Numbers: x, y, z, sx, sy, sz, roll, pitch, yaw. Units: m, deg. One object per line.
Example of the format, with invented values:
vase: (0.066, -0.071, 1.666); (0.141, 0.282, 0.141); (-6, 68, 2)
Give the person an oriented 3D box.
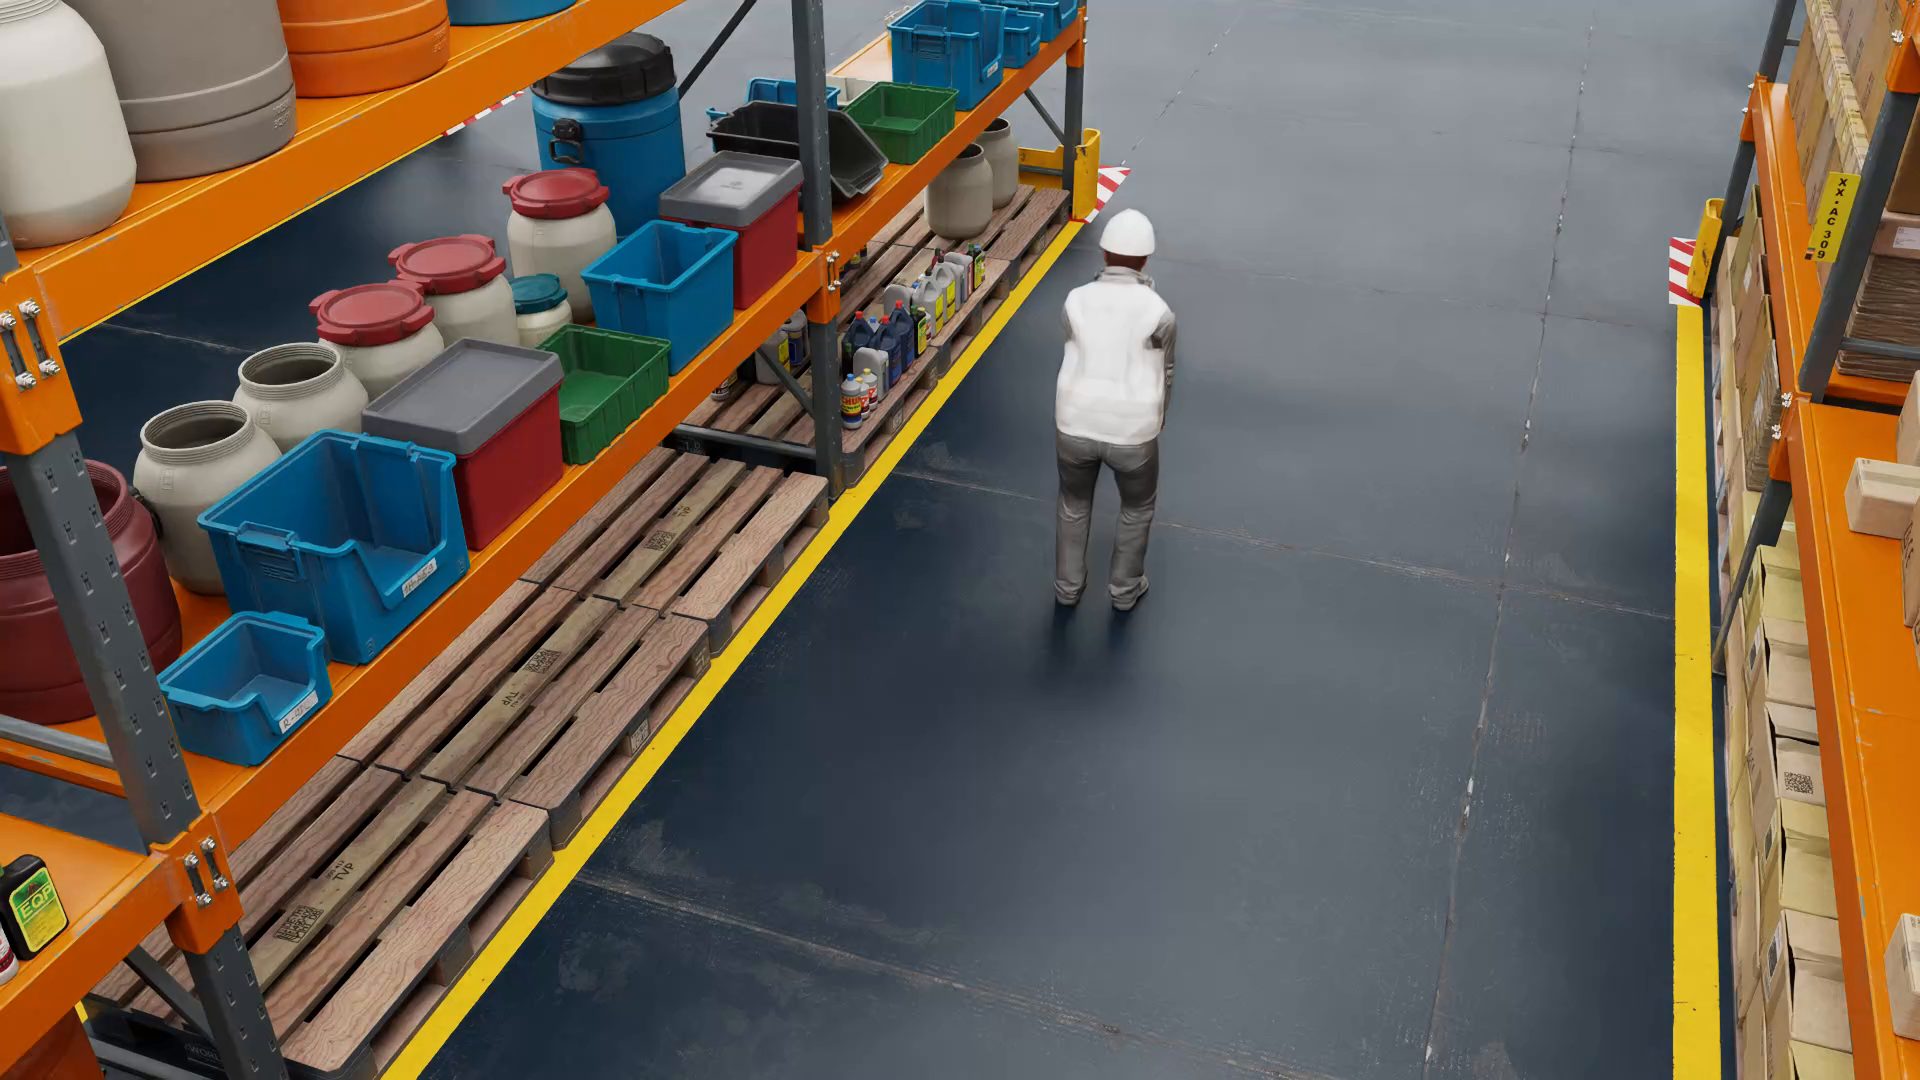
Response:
person: (0.625, -0.527, 6.930); (0.495, 1.772, 0.552); (11, 35, 16)
